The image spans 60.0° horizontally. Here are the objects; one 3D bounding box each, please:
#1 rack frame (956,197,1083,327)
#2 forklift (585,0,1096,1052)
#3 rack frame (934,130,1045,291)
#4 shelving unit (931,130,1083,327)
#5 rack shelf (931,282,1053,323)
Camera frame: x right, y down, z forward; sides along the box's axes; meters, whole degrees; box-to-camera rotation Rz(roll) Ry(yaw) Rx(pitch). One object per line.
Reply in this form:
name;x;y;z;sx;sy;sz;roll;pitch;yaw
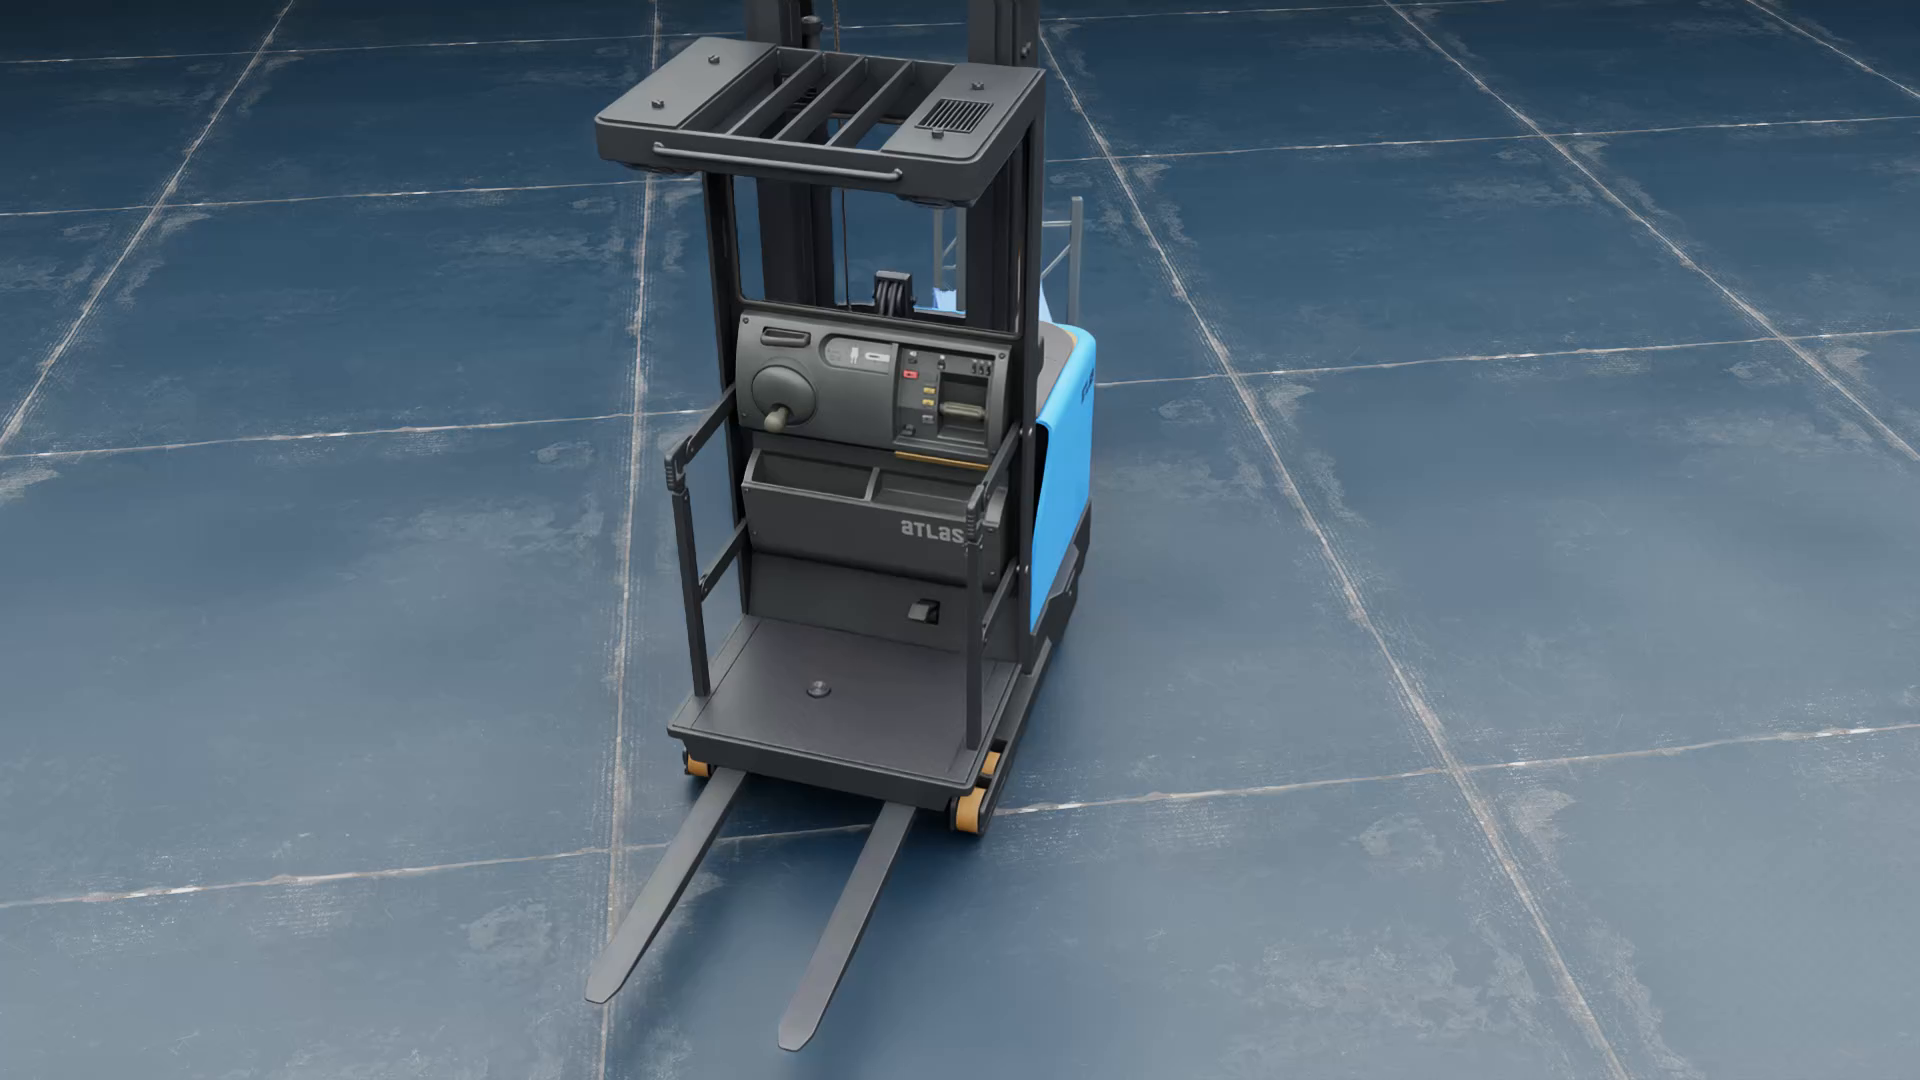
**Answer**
rack frame;0.234;-0.715;6.968;0.500;1.500;0.032;-3;34;-5
forklift;-0.354;-0.445;5.300;1.130;2.935;3.031;9;35;14
rack frame;0.129;-1.285;7.803;0.500;1.500;0.032;-3;34;-5
shelving unit;0.182;-1.000;7.386;0.538;1.500;1.048;-3;34;-5
rack shelf;0.182;-0.851;7.487;0.538;0.185;1.000;-3;34;-5
